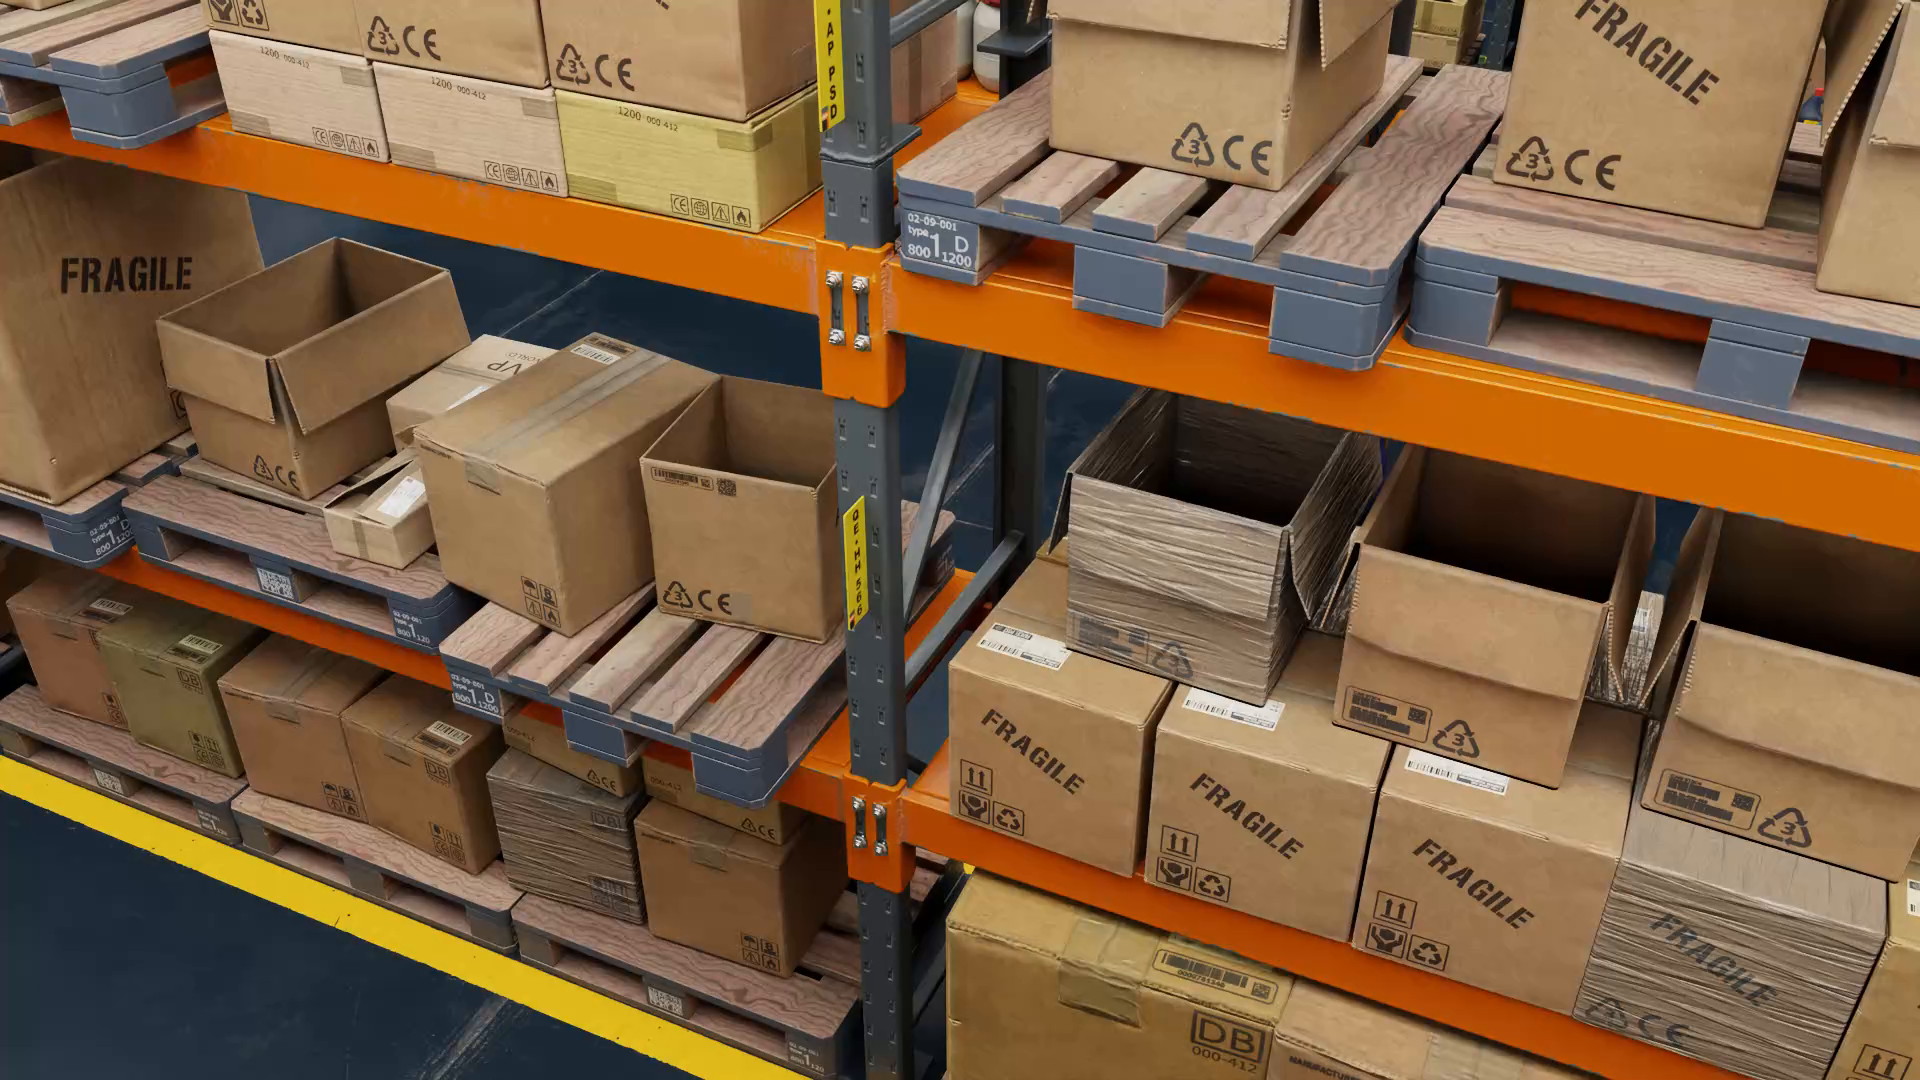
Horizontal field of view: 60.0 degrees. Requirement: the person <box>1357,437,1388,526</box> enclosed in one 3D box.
[{"bbox_3d":[1.511,-0.349,6.690,0.433,1.641,0.543,14,36,20],"label":"person"}]
